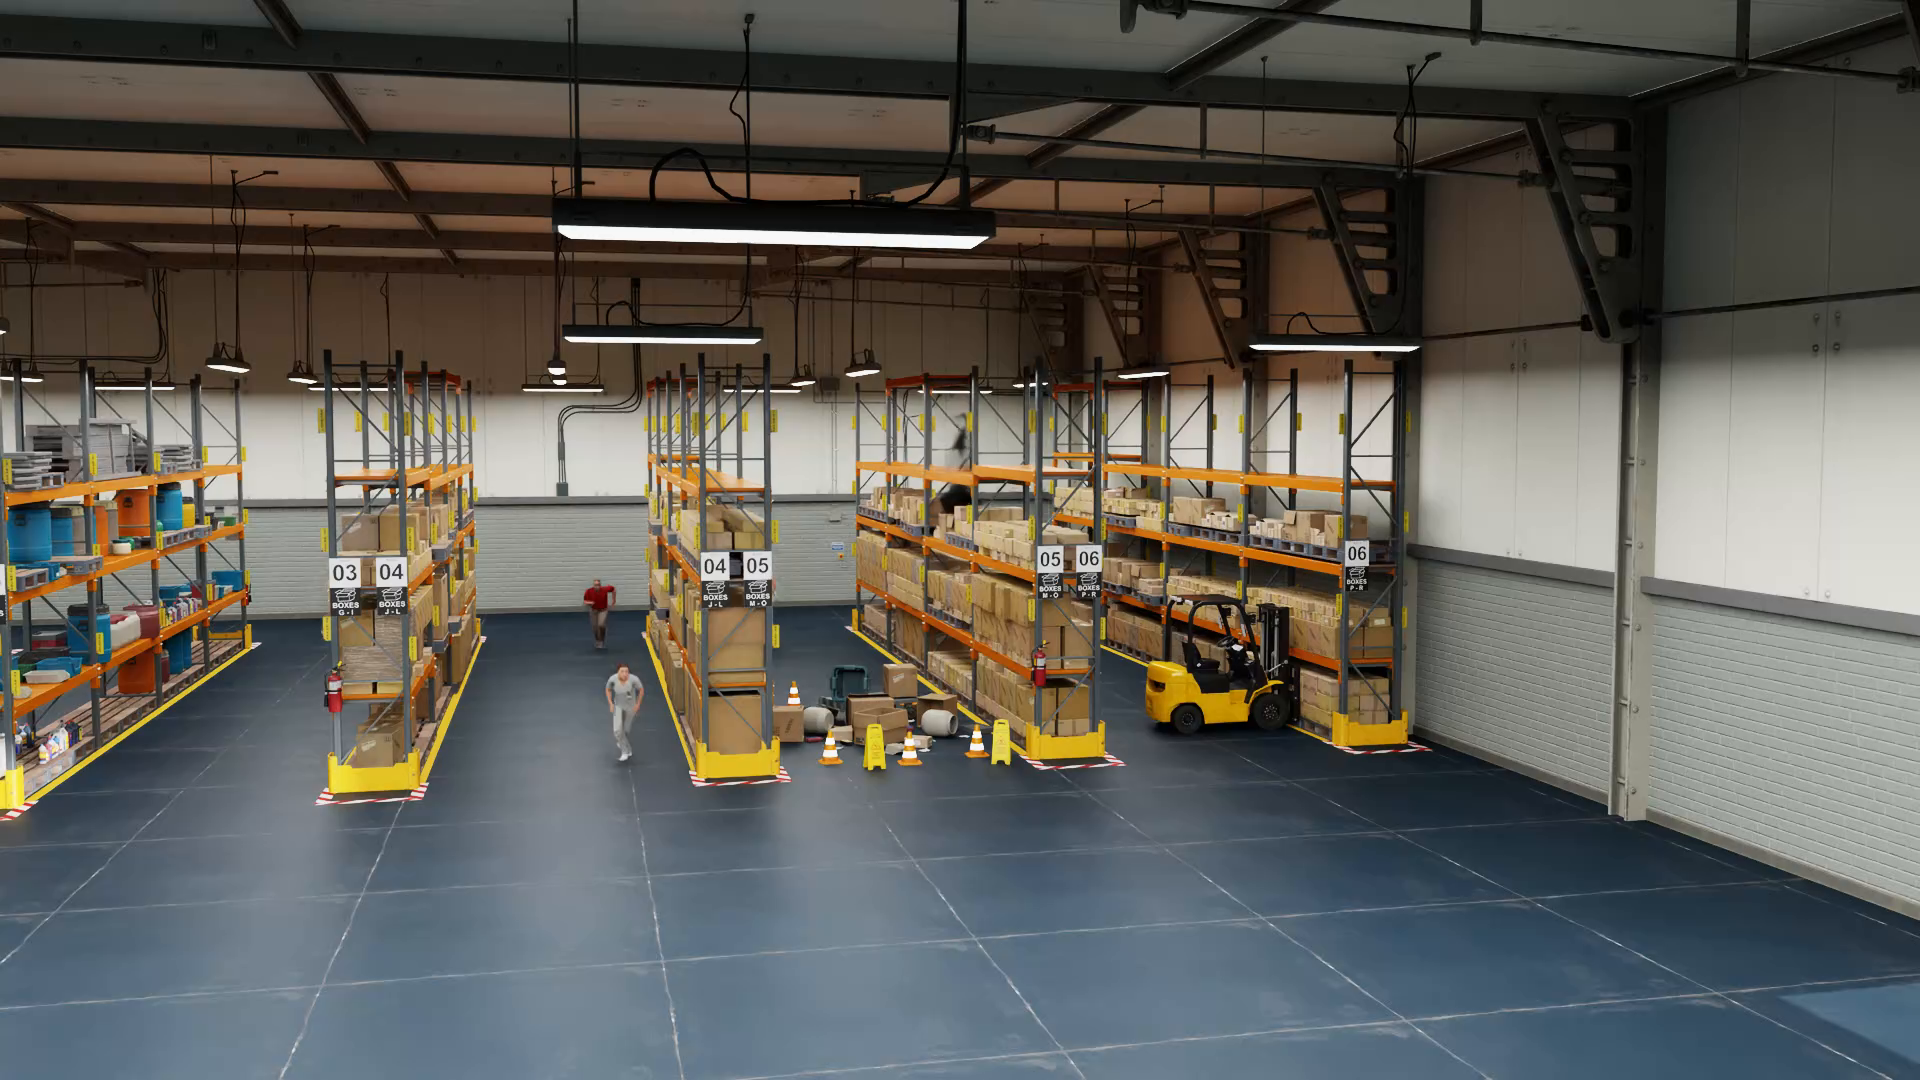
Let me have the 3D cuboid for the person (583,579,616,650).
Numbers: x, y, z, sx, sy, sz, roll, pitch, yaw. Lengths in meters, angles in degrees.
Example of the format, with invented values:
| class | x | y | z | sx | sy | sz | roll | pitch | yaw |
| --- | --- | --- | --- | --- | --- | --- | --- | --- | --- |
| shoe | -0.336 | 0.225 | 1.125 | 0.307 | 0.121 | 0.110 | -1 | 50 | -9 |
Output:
| class | x | y | z | sx | sy | sz | roll | pitch | yaw |
| --- | --- | --- | --- | --- | --- | --- | --- | --- | --- |
| person | -8.005 | 1.646 | 36.985 | 0.695 | 1.616 | 0.989 | -1 | 4 | -8 |

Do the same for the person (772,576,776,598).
| class | x | y | z | sx | sy | sz | roll | pitch | yaw |
| --- | --- | --- | --- | --- | --- | --- | --- | --- | --- |
| person | -4.633 | 1.455 | 38.790 | 0.653 | 1.831 | 0.842 | -1 | 4 | -18 |

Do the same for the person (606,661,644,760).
| class | x | y | z | sx | sy | sz | roll | pitch | yaw |
| --- | --- | --- | --- | --- | --- | --- | --- | --- | --- |
| person | -5.034 | 2.527 | 25.021 | 0.567 | 1.518 | 0.964 | -1 | 4 | -9 |
